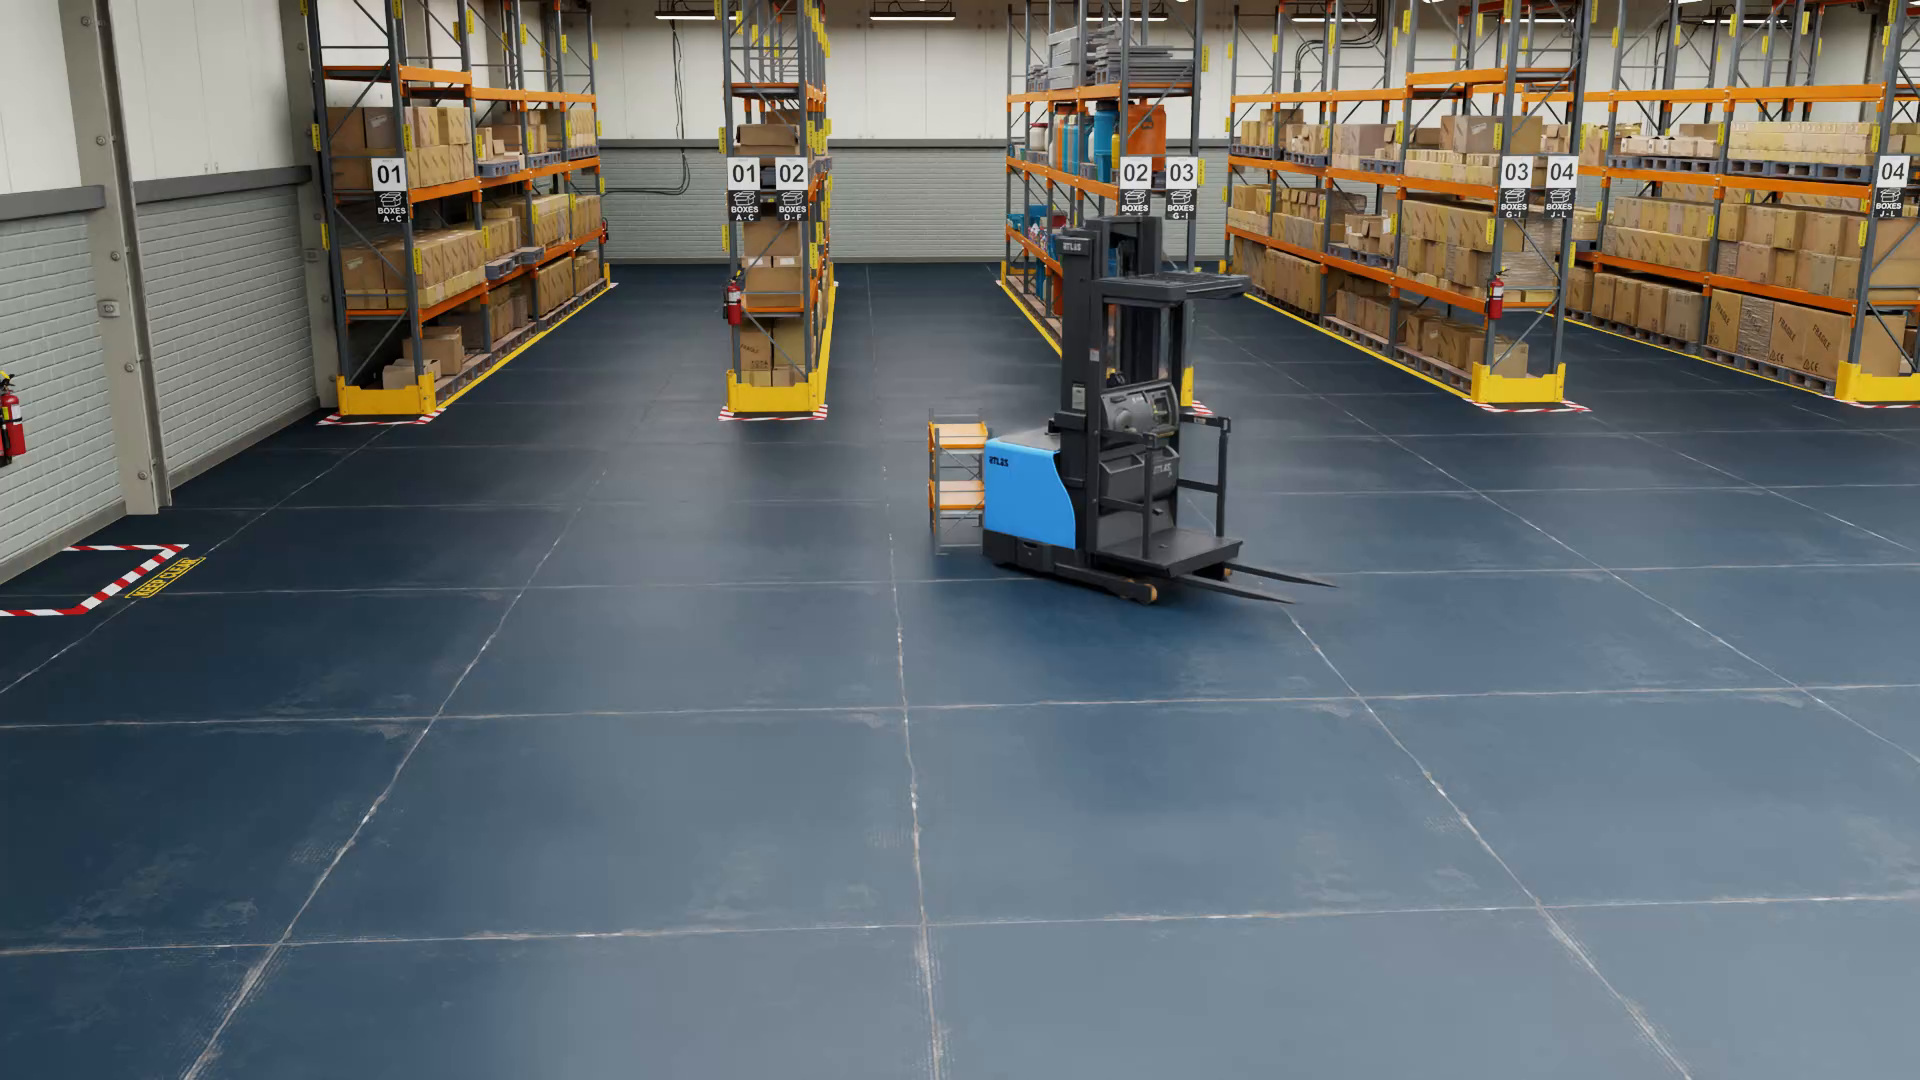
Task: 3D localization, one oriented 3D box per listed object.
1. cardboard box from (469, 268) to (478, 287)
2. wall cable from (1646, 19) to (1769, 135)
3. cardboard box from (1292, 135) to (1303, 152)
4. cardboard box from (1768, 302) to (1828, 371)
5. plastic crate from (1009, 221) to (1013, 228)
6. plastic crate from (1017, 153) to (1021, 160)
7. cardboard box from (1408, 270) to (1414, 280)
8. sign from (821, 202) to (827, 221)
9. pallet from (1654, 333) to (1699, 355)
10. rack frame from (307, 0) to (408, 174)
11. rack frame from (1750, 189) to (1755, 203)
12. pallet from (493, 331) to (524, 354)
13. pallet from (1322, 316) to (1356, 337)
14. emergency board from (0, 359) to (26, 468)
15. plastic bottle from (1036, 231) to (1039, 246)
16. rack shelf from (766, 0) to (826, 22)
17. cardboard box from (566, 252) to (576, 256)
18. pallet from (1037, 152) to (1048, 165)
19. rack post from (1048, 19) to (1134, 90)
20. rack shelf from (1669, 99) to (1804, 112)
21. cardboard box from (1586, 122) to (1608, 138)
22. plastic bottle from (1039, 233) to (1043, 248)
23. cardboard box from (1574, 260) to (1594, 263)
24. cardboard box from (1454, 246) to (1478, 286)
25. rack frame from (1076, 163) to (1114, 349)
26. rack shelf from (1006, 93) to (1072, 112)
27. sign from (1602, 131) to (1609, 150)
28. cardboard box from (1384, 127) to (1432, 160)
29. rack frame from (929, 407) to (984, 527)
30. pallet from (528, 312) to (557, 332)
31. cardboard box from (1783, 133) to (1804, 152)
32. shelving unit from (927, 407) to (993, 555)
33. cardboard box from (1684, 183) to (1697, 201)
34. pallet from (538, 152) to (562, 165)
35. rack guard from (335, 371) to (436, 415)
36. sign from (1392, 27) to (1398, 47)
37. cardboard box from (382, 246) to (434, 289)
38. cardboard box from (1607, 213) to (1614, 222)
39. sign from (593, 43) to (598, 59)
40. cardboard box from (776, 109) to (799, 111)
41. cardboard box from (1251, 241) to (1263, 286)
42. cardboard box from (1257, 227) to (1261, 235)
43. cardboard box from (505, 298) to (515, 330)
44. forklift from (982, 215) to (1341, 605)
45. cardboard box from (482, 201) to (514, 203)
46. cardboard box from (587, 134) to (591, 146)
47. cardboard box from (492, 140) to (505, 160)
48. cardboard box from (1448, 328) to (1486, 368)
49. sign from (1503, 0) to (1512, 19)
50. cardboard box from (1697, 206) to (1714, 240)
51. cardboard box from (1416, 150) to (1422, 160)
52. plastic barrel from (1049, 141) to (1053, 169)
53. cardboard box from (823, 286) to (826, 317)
[{"bbox_3d":[-7.257,-3.775,23.938,0.500,0.250,0.500,-1,14,-3],"label":"cardboard box"},{"bbox_3d":[19.267,-11.820,42.831,2.988,3.039,0.133,-1,14,-3],"label":"wall cable"},{"bbox_3d":[6.702,-7.632,31.987,0.500,0.311,0.500,-1,14,-5],"label":"cardboard box"},{"bbox_3d":[12.260,-2.922,23.783,0.875,0.875,0.875,-1,14,-4],"label":"cardboard box"},{"bbox_3d":[1.199,-6.797,35.833,0.250,0.136,0.298,-1,14,-3],"label":"plastic crate"},{"bbox_3d":[1.322,-7.853,34.036,0.293,0.136,0.466,-1,14,-3],"label":"plastic crate"},{"bbox_3d":[6.978,-4.000,25.058,0.380,0.149,0.250,-1,14,-3],"label":"cardboard box"},{"bbox_3d":[-2.362,-5.717,28.903,0.100,0.325,0.005,-1,14,-3],"label":"sign"},{"bbox_3d":[12.053,-3.196,27.024,1.003,0.211,1.213,-1,14,-3],"label":"pallet"},{"bbox_3d":[-7.364,-5.985,20.229,1.000,3.000,0.127,-1,14,-3],"label":"rack frame"},{"bbox_3d":[16.615,-6.447,34.062,1.000,3.000,0.127,-1,14,-3],"label":"rack frame"},{"bbox_3d":[-7.740,-3.222,27.125,1.003,0.211,1.213,-1,14,-3],"label":"pallet"},{"bbox_3d":[7.019,-3.754,29.193,1.003,0.211,1.213,-1,14,-3],"label":"pallet"},{"bbox_3d":[-7.784,-1.133,13.411,0.194,1.169,0.643,-1,14,-3],"label":"emergency board"},{"bbox_3d":[1.487,-5.693,31.389,0.097,0.271,0.097,0,14,0],"label":"plastic bottle"},{"bbox_3d":[-3.287,-10.806,33.738,1.077,0.370,4.000,-1,14,-3],"label":"rack shelf"},{"bbox_3d":[-8.372,-6.033,35.328,0.380,0.149,0.250,-1,14,-3],"label":"cardboard box"},{"bbox_3d":[2.000,-7.103,30.972,1.003,0.211,1.213,-1,14,-3],"label":"pallet"},{"bbox_3d":[2.068,-7.718,26.564,1.013,1.000,3.121,-1,14,-3],"label":"rack post"},{"bbox_3d":[16.491,-9.307,35.388,1.077,0.370,4.000,-1,14,-3],"label":"rack shelf"},{"bbox_3d":[11.598,-7.446,30.190,0.396,0.266,0.258,-1,14,-3],"label":"cardboard box"},{"bbox_3d":[1.507,-5.544,30.789,0.061,0.283,0.133,-1,14,-3],"label":"plastic bottle"},{"bbox_3d":[12.045,-5.261,32.121,0.500,0.250,0.500,-2,15,-6],"label":"cardboard box"},{"bbox_3d":[7.310,-3.762,22.828,0.875,0.500,0.500,-1,14,-3],"label":"cardboard box"},{"bbox_3d":[2.276,-4.228,25.438,1.000,3.000,0.127,-1,14,-3],"label":"rack frame"},{"bbox_3d":[1.657,-9.078,34.496,1.077,0.370,4.000,-1,14,-3],"label":"rack shelf"},{"bbox_3d":[11.387,-7.046,29.333,0.100,0.325,0.005,-1,14,-3],"label":"sign"},{"bbox_3d":[7.230,-6.363,26.667,0.797,0.503,0.637,0,14,-1],"label":"cardboard box"},{"bbox_3d":[-0.032,-0.673,15.384,0.500,1.125,0.032,-1,14,-3],"label":"rack frame"},{"bbox_3d":[-7.833,-3.916,29.824,1.003,0.211,1.213,-1,14,-3],"label":"pallet"},{"bbox_3d":[12.024,-5.629,23.524,0.500,0.250,0.500,-1,14,-3],"label":"cardboard box"},{"bbox_3d":[0.000,-0.546,14.893,0.538,1.125,1.048,-1,14,-3],"label":"shelving unit"},{"bbox_3d":[16.191,-7.594,36.315,0.500,0.500,0.500,-1,14,-4],"label":"cardboard box"},{"bbox_3d":[-8.001,-7.197,31.343,0.805,0.209,1.217,-1,15,-6],"label":"pallet"},{"bbox_3d":[-7.369,-1.888,21.362,1.175,0.500,0.348,-1,14,-3],"label":"rack guard"},{"bbox_3d":[7.513,-8.706,28.770,0.100,0.325,0.005,-1,14,-3],"label":"sign"},{"bbox_3d":[-7.094,-3.504,21.379,0.500,0.500,0.500,-1,14,-3],"label":"cardboard box"},{"bbox_3d":[12.074,-5.905,30.424,0.380,0.149,0.250,-1,14,-5],"label":"cardboard box"},{"bbox_3d":[-7.813,-10.460,35.588,0.100,0.325,0.005,-1,14,-3],"label":"sign"},{"bbox_3d":[-2.936,-7.241,28.922,0.500,0.500,0.500,-1,14,-3],"label":"cardboard box"},{"bbox_3d":[6.707,-5.857,35.193,0.875,0.875,0.875,-1,14,-3],"label":"cardboard box"},{"bbox_3d":[6.346,-6.371,34.271,0.380,0.149,0.250,-1,14,-4],"label":"cardboard box"},{"bbox_3d":[-7.847,-3.764,27.769,0.700,0.500,0.500,-1,14,-4],"label":"cardboard box"},{"bbox_3d":[1.607,-1.058,13.258,3.031,2.935,1.130,13,20,42],"label":"forklift"},{"bbox_3d":[-8.175,-5.873,29.488,0.500,0.250,0.500,-1,14,-5],"label":"cardboard box"},{"bbox_3d":[-8.012,-8.384,34.828,0.500,0.250,0.500,-1,14,-6],"label":"cardboard box"},{"bbox_3d":[-7.872,-6.258,27.062,0.797,0.503,0.637,1,14,4],"label":"cardboard box"},{"bbox_3d":[7.354,-2.762,23.914,0.500,0.500,0.500,0,14,2],"label":"cardboard box"},{"bbox_3d":[6.912,-6.740,20.971,0.100,0.325,0.005,-1,14,-3],"label":"sign"},{"bbox_3d":[12.140,-5.012,26.277,0.700,0.500,0.500,-1,14,-4],"label":"cardboard box"},{"bbox_3d":[7.017,-5.727,24.744,0.380,0.149,0.250,-2,15,-6],"label":"cardboard box"},{"bbox_3d":[1.742,-6.647,28.598,0.421,0.512,0.421,0,14,0],"label":"plastic barrel"},{"bbox_3d":[-2.659,-4.267,29.724,0.500,0.500,0.500,0,14,-1],"label":"cardboard box"}]
